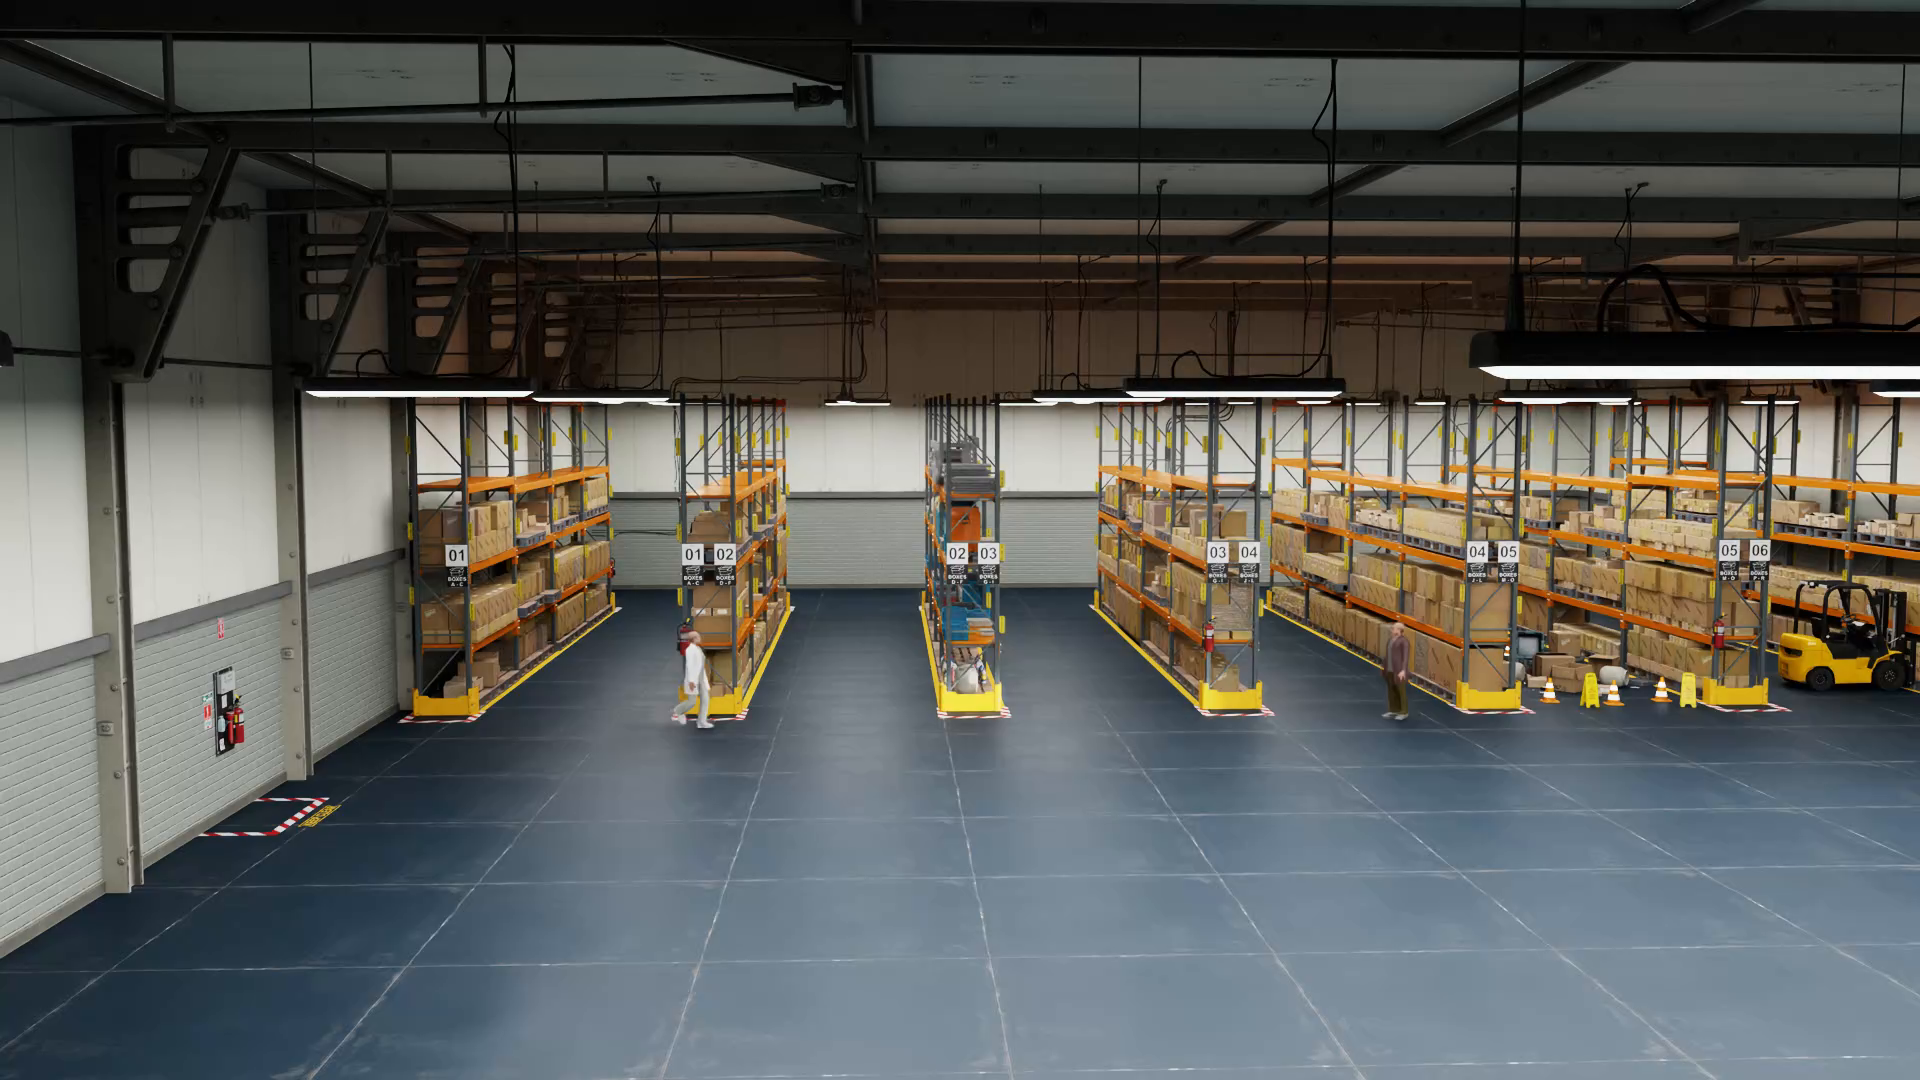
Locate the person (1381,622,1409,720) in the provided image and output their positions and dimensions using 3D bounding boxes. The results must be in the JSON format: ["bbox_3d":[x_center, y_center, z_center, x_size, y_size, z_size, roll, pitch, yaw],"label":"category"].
[{"bbox_3d":[8.055,2.417,30.707,0.430,1.795,0.652,-3,6,-37],"label":"person"}]

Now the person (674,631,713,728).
[{"bbox_3d":[-4.790,2.494,29.730,0.817,1.751,0.580,4,6,40],"label":"person"}]

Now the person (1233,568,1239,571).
[{"bbox_3d":[7.893,1.145,48.005,0.470,1.579,0.629,1,5,15],"label":"person"}]
